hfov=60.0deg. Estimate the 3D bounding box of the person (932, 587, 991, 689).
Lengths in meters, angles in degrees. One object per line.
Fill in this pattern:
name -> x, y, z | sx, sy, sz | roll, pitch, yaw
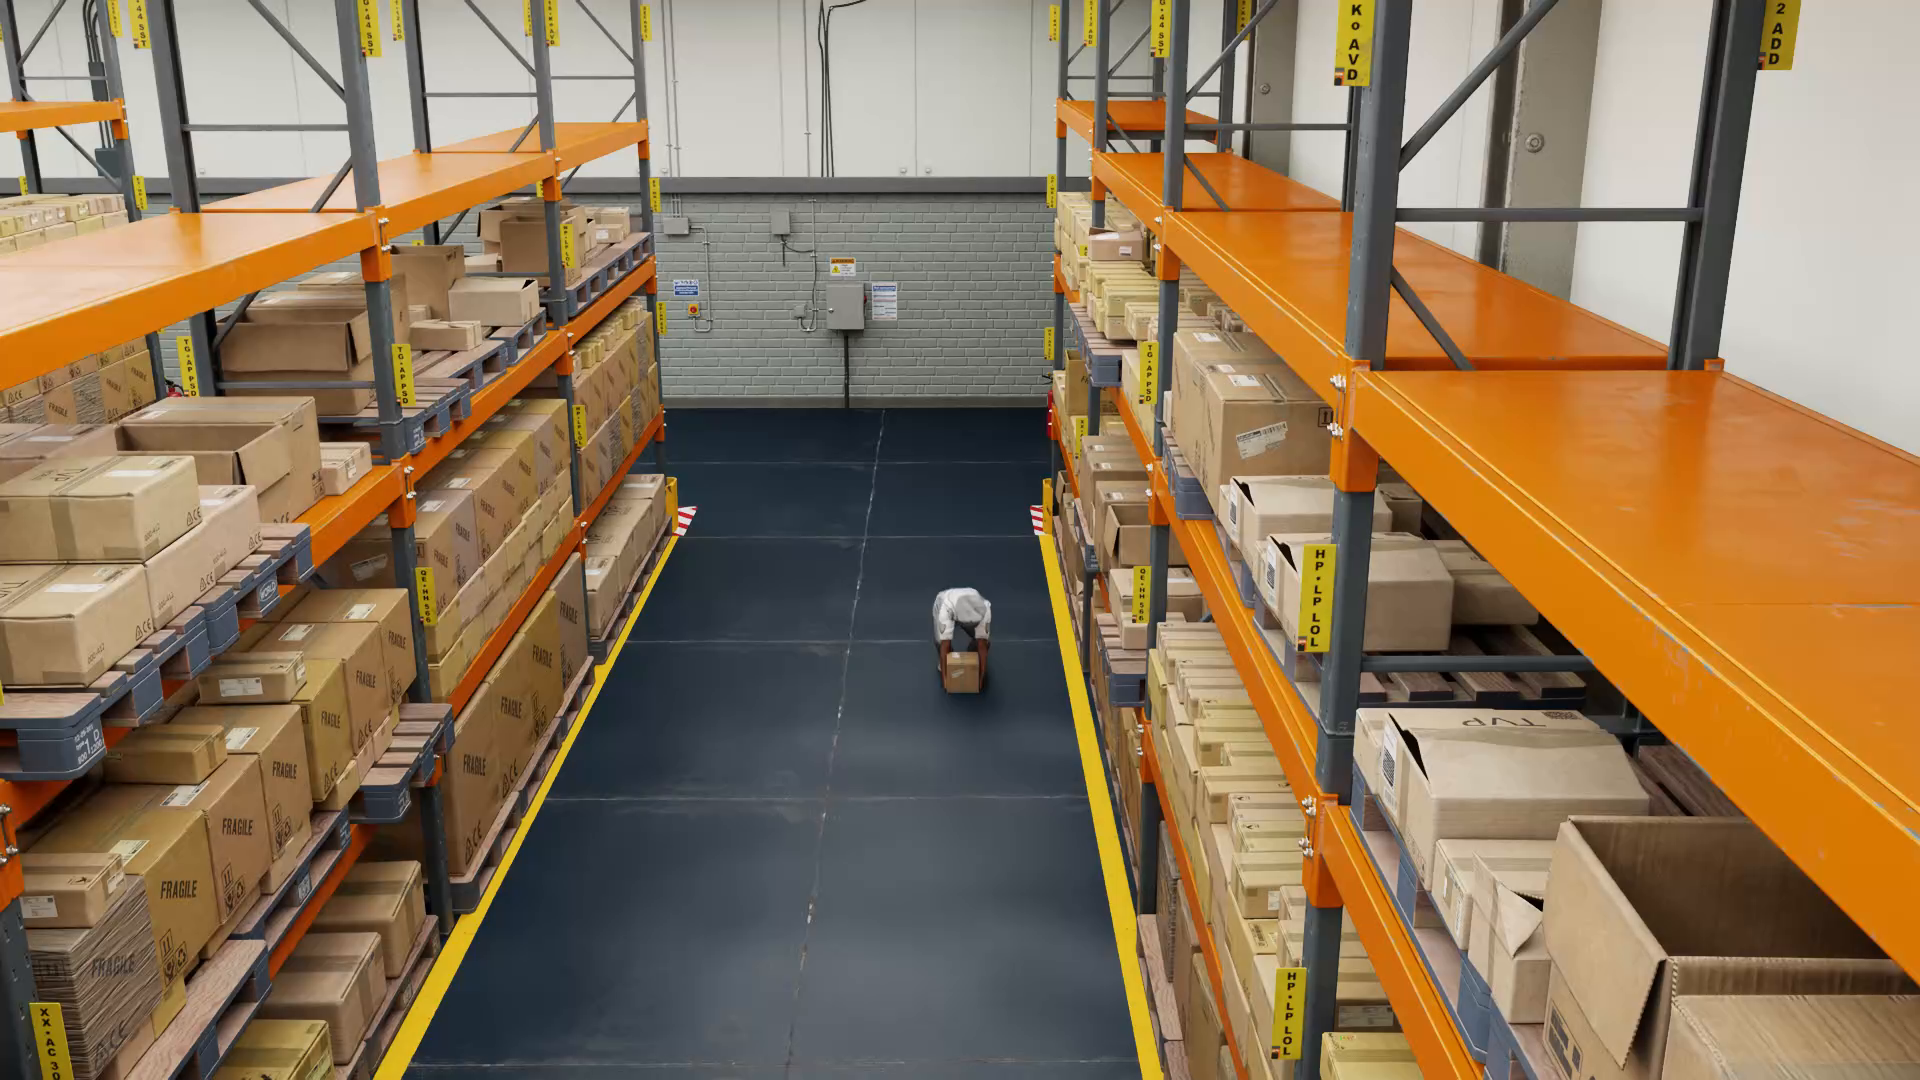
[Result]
person -> 0.017, 0.732, 13.302 | 0.459, 0.822, 0.884 | -1, 17, -4
